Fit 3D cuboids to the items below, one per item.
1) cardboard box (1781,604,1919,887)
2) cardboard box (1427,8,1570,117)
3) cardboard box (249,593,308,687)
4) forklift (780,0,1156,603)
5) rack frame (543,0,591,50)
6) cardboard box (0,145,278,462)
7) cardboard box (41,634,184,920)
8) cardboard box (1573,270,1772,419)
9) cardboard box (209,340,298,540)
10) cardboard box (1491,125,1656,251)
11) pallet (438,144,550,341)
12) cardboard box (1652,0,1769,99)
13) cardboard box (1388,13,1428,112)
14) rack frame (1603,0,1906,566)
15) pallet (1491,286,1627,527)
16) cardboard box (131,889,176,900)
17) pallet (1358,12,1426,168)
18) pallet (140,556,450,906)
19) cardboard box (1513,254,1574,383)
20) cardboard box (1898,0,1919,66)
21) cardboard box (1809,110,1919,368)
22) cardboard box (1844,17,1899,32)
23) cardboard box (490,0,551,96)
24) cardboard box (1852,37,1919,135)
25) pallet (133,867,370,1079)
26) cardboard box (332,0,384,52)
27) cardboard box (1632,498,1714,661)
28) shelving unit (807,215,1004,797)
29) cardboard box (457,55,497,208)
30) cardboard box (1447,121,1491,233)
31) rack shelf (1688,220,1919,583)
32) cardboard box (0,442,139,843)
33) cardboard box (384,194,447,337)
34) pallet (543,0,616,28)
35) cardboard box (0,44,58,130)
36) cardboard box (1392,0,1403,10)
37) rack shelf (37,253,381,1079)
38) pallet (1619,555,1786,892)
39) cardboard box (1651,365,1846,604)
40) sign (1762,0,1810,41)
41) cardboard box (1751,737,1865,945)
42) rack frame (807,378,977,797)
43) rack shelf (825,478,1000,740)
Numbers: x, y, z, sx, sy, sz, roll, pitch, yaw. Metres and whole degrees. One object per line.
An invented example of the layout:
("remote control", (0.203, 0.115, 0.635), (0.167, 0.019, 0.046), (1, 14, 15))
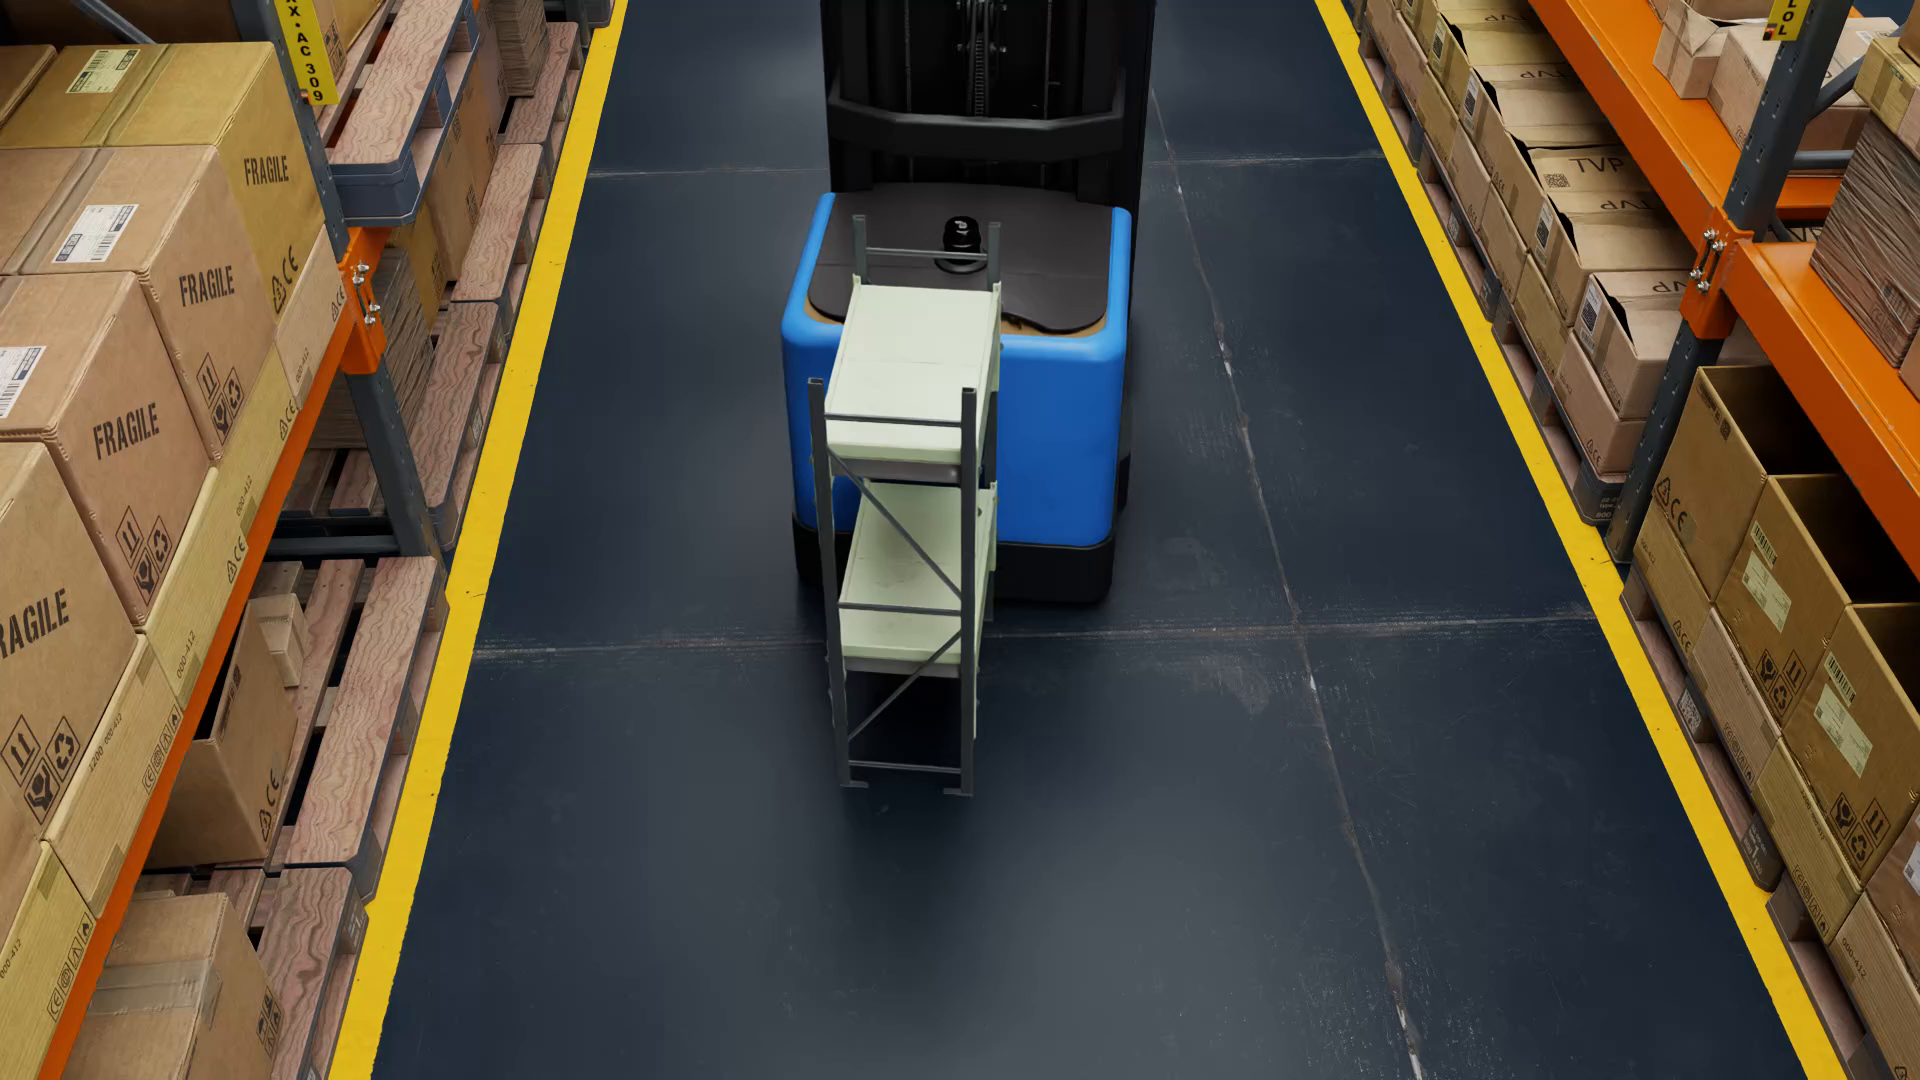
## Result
("cardboard box", (2.472, 0.506, 4.147), (0.500, 0.500, 0.500), (-2, 43, -2))
("cardboard box", (2.332, -2.061, 7.088), (0.500, 0.311, 0.500), (-3, 43, -3))
("cardboard box", (-2.174, 0.314, 4.959), (0.380, 0.166, 0.250), (-7, 43, -7))
("forklift", (0.114, -1.868, 5.619), (1.130, 2.935, 3.031), (4, 43, 4))
("rack frame", (-2.396, -3.629, 7.490), (1.000, 3.000, 0.127), (-2, 43, -2))
("cardboard box", (-1.871, -0.511, 3.628), (0.500, 0.500, 0.500), (-2, 43, -2))
("cardboard box", (-1.831, 0.445, 3.141), (0.500, 0.250, 0.500), (-1, 43, -1))
("cardboard box", (2.419, -0.687, 5.589), (0.500, 0.311, 0.500), (-2, 43, -2))
("cardboard box", (-1.891, -0.233, 3.881), (0.500, 0.250, 0.500), (-1, 43, -2))
("cardboard box", (2.372, -1.375, 6.339), (0.500, 0.311, 0.500), (-2, 43, -2))
("pallet", (-2.316, -1.252, 6.960), (1.003, 0.211, 1.213), (-2, 43, -2))
("cardboard box", (2.502, -1.612, 5.389), (0.396, 0.266, 0.258), (-3, 43, -3))
("cardboard box", (2.304, -2.214, 7.670), (0.500, 0.250, 0.500), (-3, 43, -3))
("rack frame", (2.723, -1.074, 4.702), (1.000, 3.000, 0.127), (-2, 43, -2))
("pallet", (2.652, -0.542, 6.185), (1.003, 0.211, 1.213), (-2, 43, -2))
("cardboard box", (-2.179, 1.040, 4.180), (0.380, 0.149, 0.250), (-5, 43, -5))
("pallet", (2.549, -2.189, 7.982), (1.003, 0.211, 1.213), (-2, 43, -2))
("pallet", (-2.163, 0.551, 4.992), (1.003, 0.211, 1.213), (-2, 43, -2))
("cardboard box", (2.396, -0.828, 6.158), (0.500, 0.250, 0.500), (-2, 43, -2))
("cardboard box", (2.748, -1.289, 3.903), (0.700, 0.500, 0.500), (-1, 43, -2))
("cardboard box", (2.748, -0.811, 4.341), (0.700, 0.500, 0.500), (-3, 43, -3))
("cardboard box", (2.889, -1.585, 5.445), (0.380, 0.149, 0.250), (-2, 43, -2))
("cardboard box", (-2.314, -2.386, 7.657), (0.700, 0.500, 0.500), (-1, 43, -1))
("cardboard box", (2.540, -1.163, 4.245), (0.380, 0.149, 0.250), (-2, 43, -2))
("pallet", (-2.108, 1.377, 4.092), (1.003, 0.211, 1.213), (-2, 43, -2))
("cardboard box", (-2.231, -1.850, 5.149), (0.700, 0.500, 0.500), (2, 43, 3))
("cardboard box", (2.439, 0.107, 5.138), (0.500, 0.250, 0.500), (-2, 43, -2))
("shelving unit", (-0.126, -0.058, 4.703), (0.431, 1.500, 0.755), (4, 43, 4))
("cardboard box", (-2.359, -1.700, 6.909), (0.700, 0.500, 0.500), (-2, 43, -2))
("cardboard box", (2.353, -1.517, 6.909), (0.500, 0.250, 0.500), (-1, 43, -1))
("rack shelf", (2.807, 0.542, 3.472), (1.077, 0.370, 4.000), (-2, 43, -2))
("cardboard box", (-1.837, 0.181, 2.874), (0.500, 0.500, 0.500), (0, 43, 0))
("cardboard box", (-2.347, -1.014, 6.160), (0.700, 0.500, 0.500), (-2, 43, -3))
("pallet", (-2.355, -3.136, 9.015), (1.003, 0.211, 1.213), (-2, 43, -2))
("cardboard box", (-2.415, -0.834, 3.982), (0.500, 0.500, 0.500), (-3, 43, -3))
("cardboard box", (2.281, -2.760, 7.850), (0.500, 0.311, 0.500), (0, 43, 0))
("rack shelf", (-2.142, 0.686, 3.314), (1.077, 0.370, 4.000), (-2, 43, -2))
("pallet", (2.714, 0.492, 5.057), (1.003, 0.211, 1.213), (-2, 43, -2))
("cardboard box", (2.429, -0.169, 4.884), (0.500, 0.500, 0.500), (-2, 43, -2))
("sign", (2.181, -1.449, 4.313), (0.100, 0.325, 0.005), (-2, 43, -2))
("cardboard box", (2.472, 0.782, 4.401), (0.500, 0.250, 0.500), (-2, 43, -2))
("rack frame", (-0.161, 0.188, 4.435), (0.400, 1.500, 0.023), (4, 43, 4))
("rack shelf", (-0.126, 0.182, 4.924), (0.431, 0.370, 0.720), (4, 43, 4))
